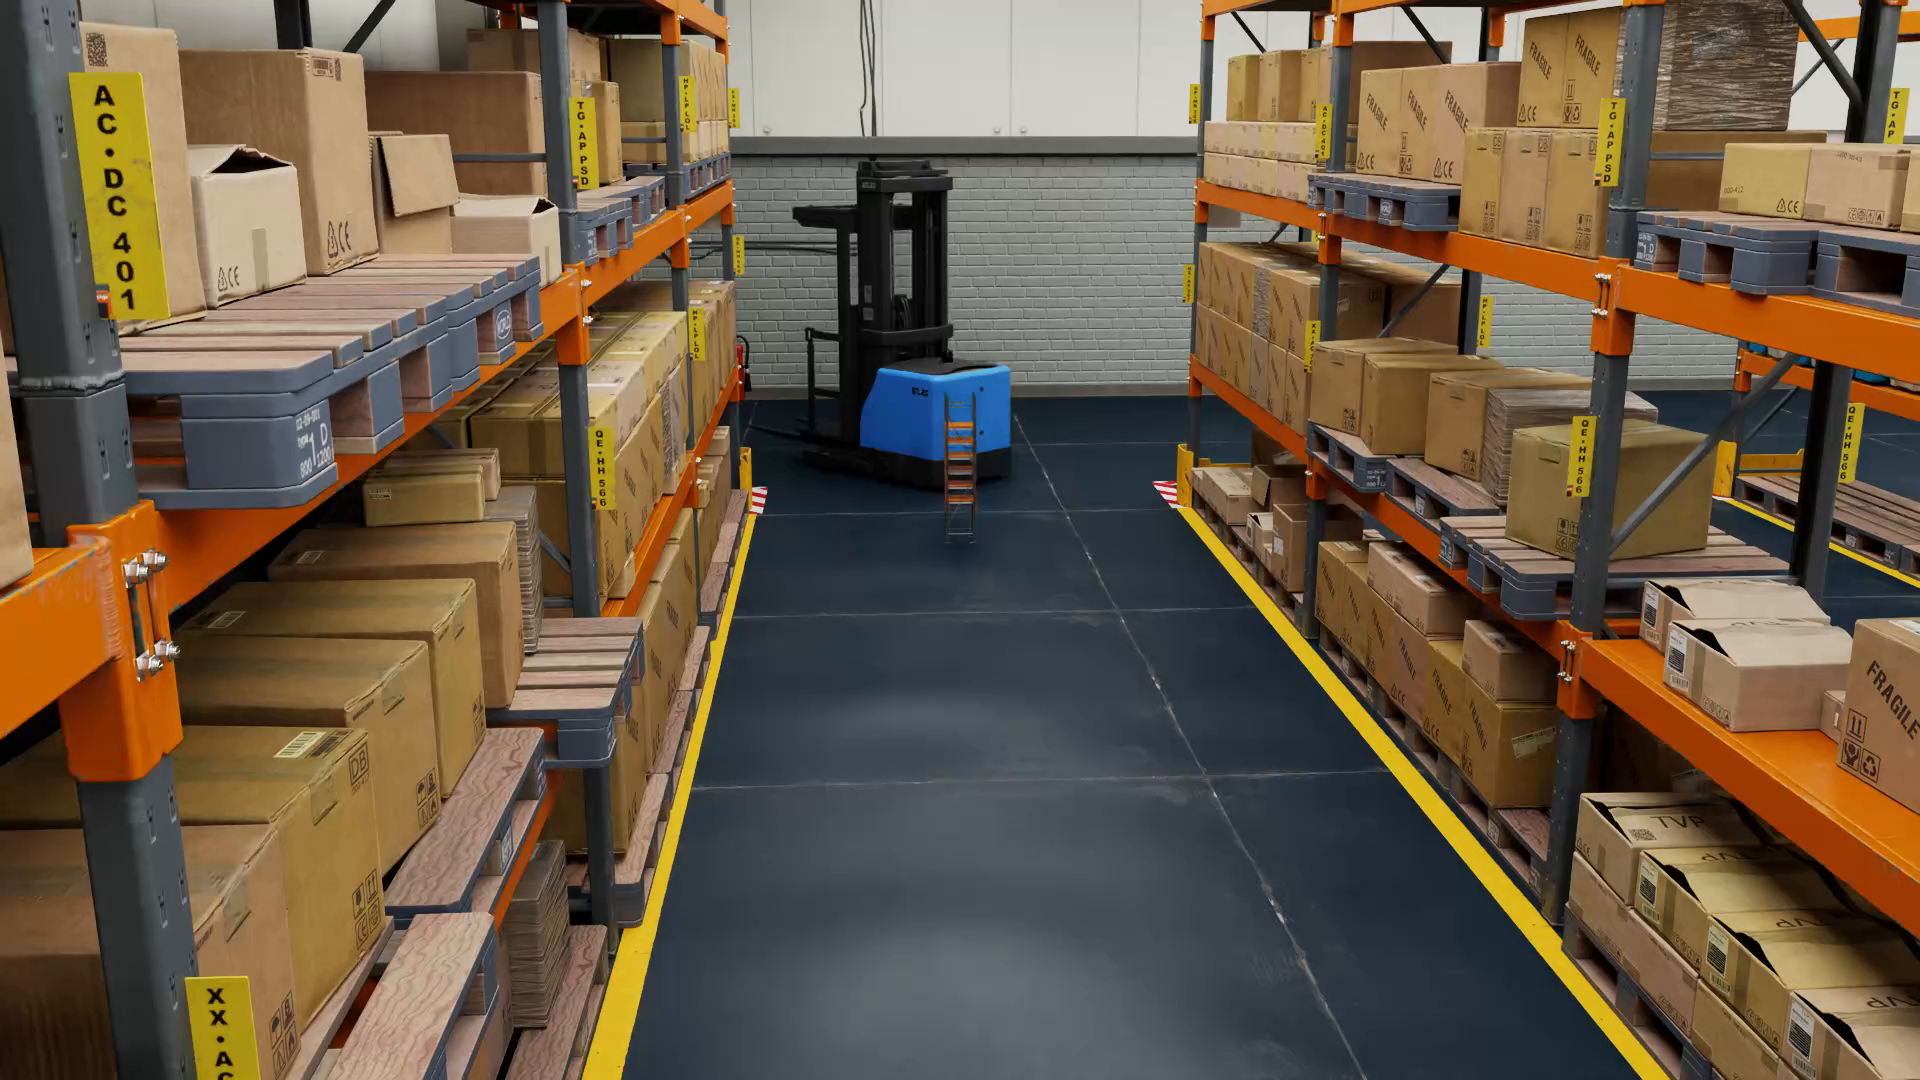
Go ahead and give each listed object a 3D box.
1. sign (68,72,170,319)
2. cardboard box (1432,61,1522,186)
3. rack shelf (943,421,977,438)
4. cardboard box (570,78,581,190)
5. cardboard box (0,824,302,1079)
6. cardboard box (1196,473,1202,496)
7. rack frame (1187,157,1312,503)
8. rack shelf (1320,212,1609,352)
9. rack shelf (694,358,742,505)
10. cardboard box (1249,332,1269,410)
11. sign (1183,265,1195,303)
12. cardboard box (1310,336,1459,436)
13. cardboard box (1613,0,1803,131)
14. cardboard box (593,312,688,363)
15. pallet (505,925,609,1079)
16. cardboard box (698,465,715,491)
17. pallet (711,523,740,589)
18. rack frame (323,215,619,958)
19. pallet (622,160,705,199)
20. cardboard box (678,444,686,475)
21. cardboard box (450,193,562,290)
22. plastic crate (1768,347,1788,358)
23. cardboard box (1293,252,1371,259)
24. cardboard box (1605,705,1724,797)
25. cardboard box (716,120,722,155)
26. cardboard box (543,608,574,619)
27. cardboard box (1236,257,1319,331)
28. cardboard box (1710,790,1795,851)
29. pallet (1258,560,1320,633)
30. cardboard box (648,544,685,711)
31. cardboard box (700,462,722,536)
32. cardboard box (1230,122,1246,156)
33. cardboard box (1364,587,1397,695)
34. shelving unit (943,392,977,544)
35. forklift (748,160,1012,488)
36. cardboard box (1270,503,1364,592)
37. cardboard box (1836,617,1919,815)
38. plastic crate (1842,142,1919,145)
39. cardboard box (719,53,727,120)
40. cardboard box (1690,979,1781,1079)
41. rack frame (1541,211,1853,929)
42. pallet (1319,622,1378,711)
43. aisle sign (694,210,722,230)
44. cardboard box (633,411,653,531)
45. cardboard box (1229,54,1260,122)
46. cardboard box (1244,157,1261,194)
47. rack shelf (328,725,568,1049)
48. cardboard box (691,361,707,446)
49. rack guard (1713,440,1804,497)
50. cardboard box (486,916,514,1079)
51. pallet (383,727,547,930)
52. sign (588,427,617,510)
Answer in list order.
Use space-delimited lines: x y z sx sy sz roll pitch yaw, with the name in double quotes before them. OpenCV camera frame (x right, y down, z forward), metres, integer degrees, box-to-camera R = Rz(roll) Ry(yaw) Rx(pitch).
"sign" -1.135 -0.461 2.240 0.100 0.325 0.005 -1 14 -3
"cardboard box" 2.816 -2.109 8.440 0.600 0.600 0.600 -1 15 -6
"rack shelf" 0.001 -0.883 13.284 0.258 0.103 0.180 -1 14 -3
"cardboard box" -2.118 -1.845 7.573 0.700 0.500 0.500 0 14 -1
"cardboard box" -1.673 0.864 3.065 0.700 0.500 0.500 -1 14 -3
"cardboard box" 2.223 -0.478 14.169 0.380 0.166 0.250 -1 14 -3
"rack frame" 2.525 -1.809 14.538 1.000 3.000 0.127 -1 14 -3
"rack shelf" 2.896 -1.421 8.454 1.077 0.370 4.000 -1 14 -3
"rack shelf" -2.295 -0.886 12.394 1.077 0.370 4.000 -1 14 -3
"cardboard box" 2.418 -1.239 12.122 0.500 0.500 0.500 -1 14 -2
"sign" 1.983 -2.220 14.398 0.100 0.325 0.005 -1 14 -3
"cardboard box" 2.579 -0.945 10.136 0.700 0.500 0.500 -6 16 -22
"cardboard box" 3.000 -1.913 6.717 0.500 0.500 0.500 -1 14 -3
"cardboard box" -1.887 -1.190 9.789 0.500 0.250 0.500 -1 14 -2
"pallet" -1.877 1.803 6.096 1.003 0.211 1.213 -1 14 -3
"cardboard box" -1.987 -0.449 12.125 0.380 0.149 0.250 -1 14 -5
"pallet" -2.219 0.119 12.640 1.003 0.211 1.213 -1 14 -3
"rack frame" -1.924 0.258 6.504 1.000 3.000 0.127 -1 14 -3
"pallet" -2.212 -2.350 10.800 1.003 0.211 1.213 -1 14 -3
"cardboard box" -1.829 -0.483 9.847 0.380 0.149 0.250 -1 14 -2
"cardboard box" -1.610 -0.986 5.460 0.500 0.311 0.500 -1 14 -3
"plastic crate" 7.093 -1.639 14.284 0.250 0.136 0.298 -1 14 -3
"cardboard box" 2.896 -1.981 12.998 0.500 0.500 0.500 0 14 -2
"cardboard box" 3.277 1.060 7.519 0.500 0.500 0.500 0 14 -1
"cardboard box" -2.076 -3.056 12.622 0.500 0.250 0.500 -1 14 -6
"cardboard box" -1.713 0.284 6.865 0.380 0.149 0.250 -1 14 -4
"cardboard box" 2.387 -1.847 12.477 0.500 0.500 0.500 -1 14 -4
"cardboard box" 3.298 1.164 6.534 0.500 0.311 0.500 -1 14 -2
"pallet" 2.731 0.365 11.683 1.003 0.211 1.213 -1 14 -3
"cardboard box" -1.943 0.481 9.107 0.750 0.750 0.750 0 14 -2
"cardboard box" -2.213 -0.302 12.856 0.700 0.500 0.500 -1 14 -5
"cardboard box" 2.358 -3.051 12.642 0.500 0.250 0.500 -1 14 -3
"cardboard box" 2.627 0.564 9.448 0.500 0.500 0.500 -1 14 -3
"shelving unit" 0.001 -0.577 13.363 0.258 1.200 0.189 -1 14 -3
"forklift" -0.904 -2.187 16.144 1.130 2.935 3.031 -14 20 -43
"cardboard box" 2.454 0.046 11.462 0.500 0.500 0.500 -1 14 -3
"cardboard box" 3.141 0.549 5.172 0.500 0.500 0.500 -2 15 -6
"plastic crate" 7.289 -2.923 12.972 0.504 0.338 0.767 -1 14 -3
"cardboard box" -2.102 -3.549 13.033 0.500 0.500 0.500 -1 14 -4
"cardboard box" 2.830 1.698 5.584 0.500 0.250 0.500 -1 14 -5
"rack frame" 3.020 0.180 6.805 1.000 3.000 0.127 -1 14 -3
"pallet" 2.861 0.738 10.235 1.003 0.211 1.213 -1 14 -3
"aisle sign" -2.124 -3.013 14.001 0.394 0.787 0.004 -1 14 -3
"cardboard box" -1.751 -0.323 7.924 0.500 0.500 0.500 -1 14 -4
"cardboard box" 2.519 -3.541 13.043 0.700 0.500 0.500 -1 14 -3
"cardboard box" 2.391 -2.684 12.221 0.500 0.250 0.500 -1 14 -3
"rack shelf" -1.800 1.104 4.661 1.077 0.370 4.000 -1 14 -3
"cardboard box" -2.189 -1.017 10.859 0.980 0.700 0.700 -1 14 -3
"rack guard" 7.454 -0.680 15.166 1.175 0.500 0.348 -1 14 -3
"cardboard box" -1.911 1.564 5.563 0.700 0.500 0.500 -1 14 -4
"pallet" -1.760 0.842 4.617 1.003 0.211 1.213 -1 14 -3
"sign" -1.383 -0.275 6.412 0.100 0.325 0.005 -1 14 -3
